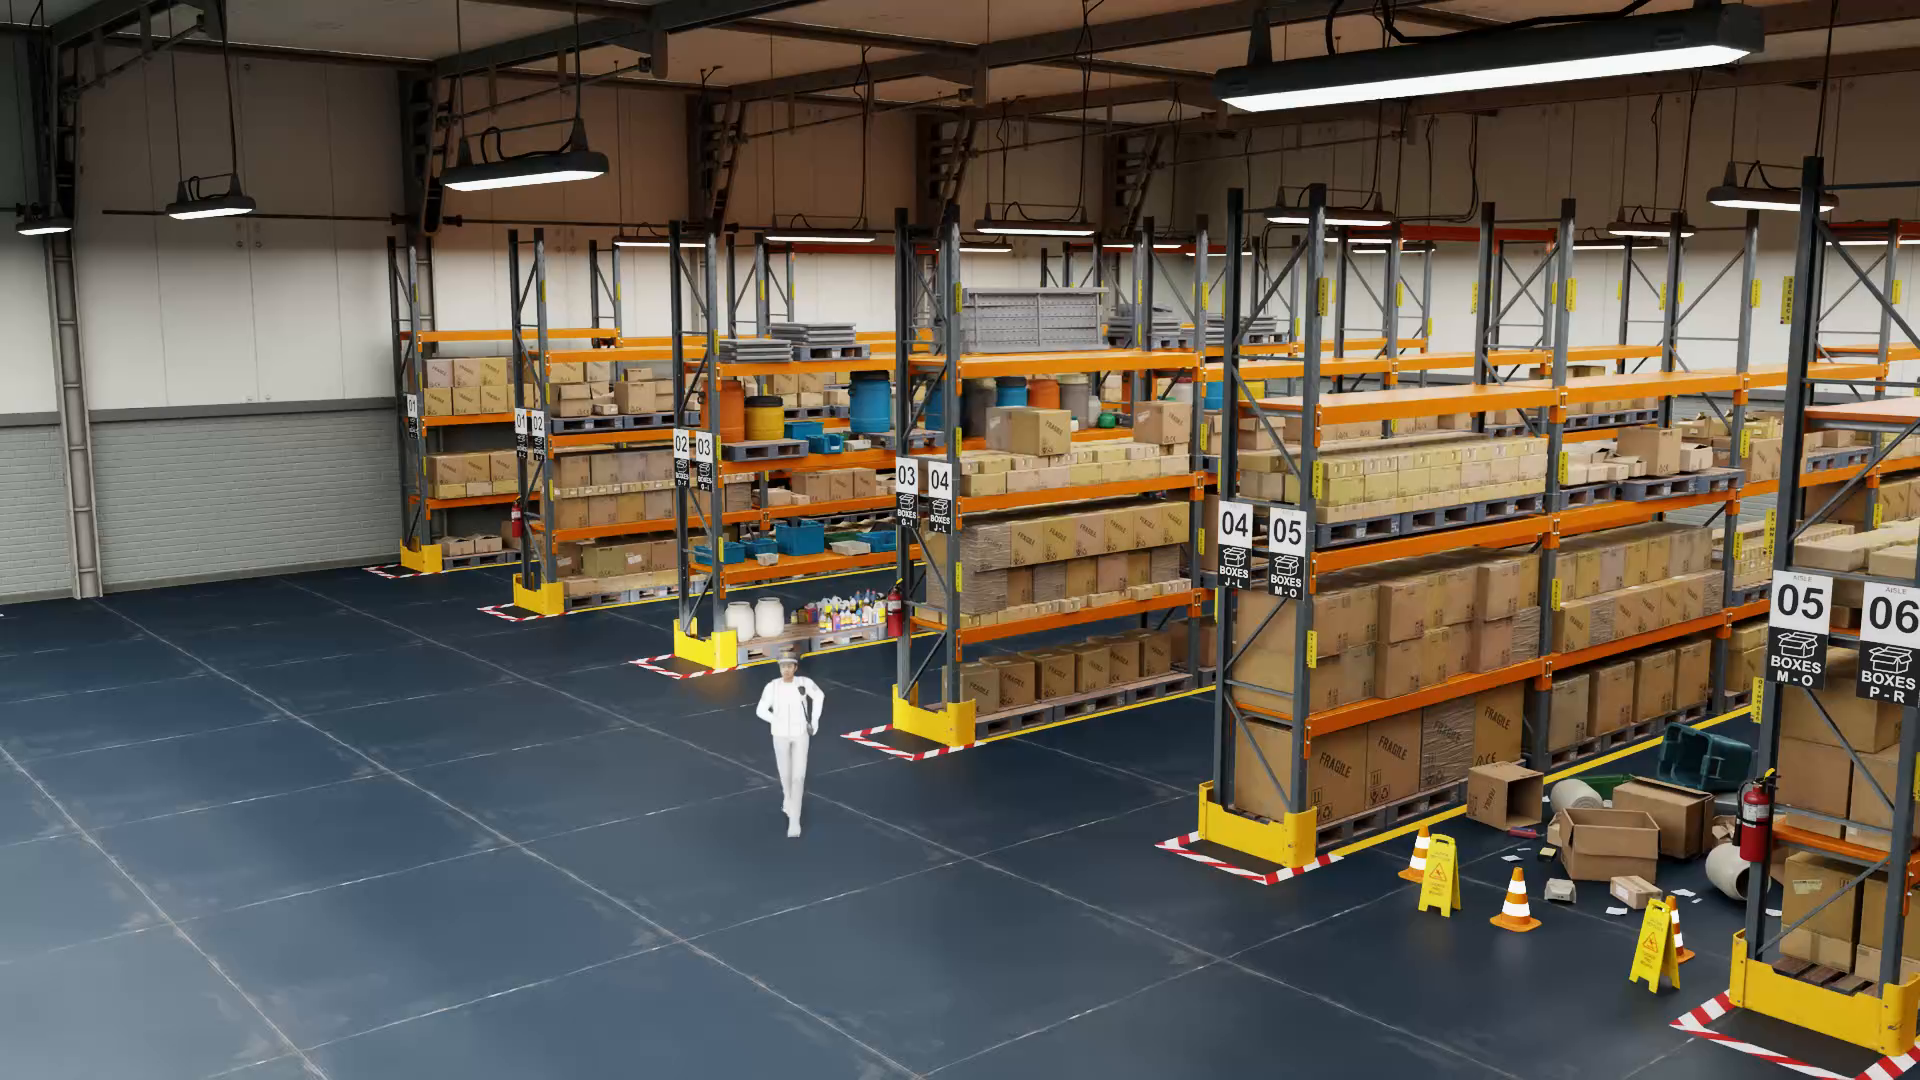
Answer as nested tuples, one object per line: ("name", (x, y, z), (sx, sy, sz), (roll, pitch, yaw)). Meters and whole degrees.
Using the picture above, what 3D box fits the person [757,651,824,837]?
("person", (-1.628, 1.902, 15.934), (0.616, 1.743, 0.799), (0, 9, 1))
